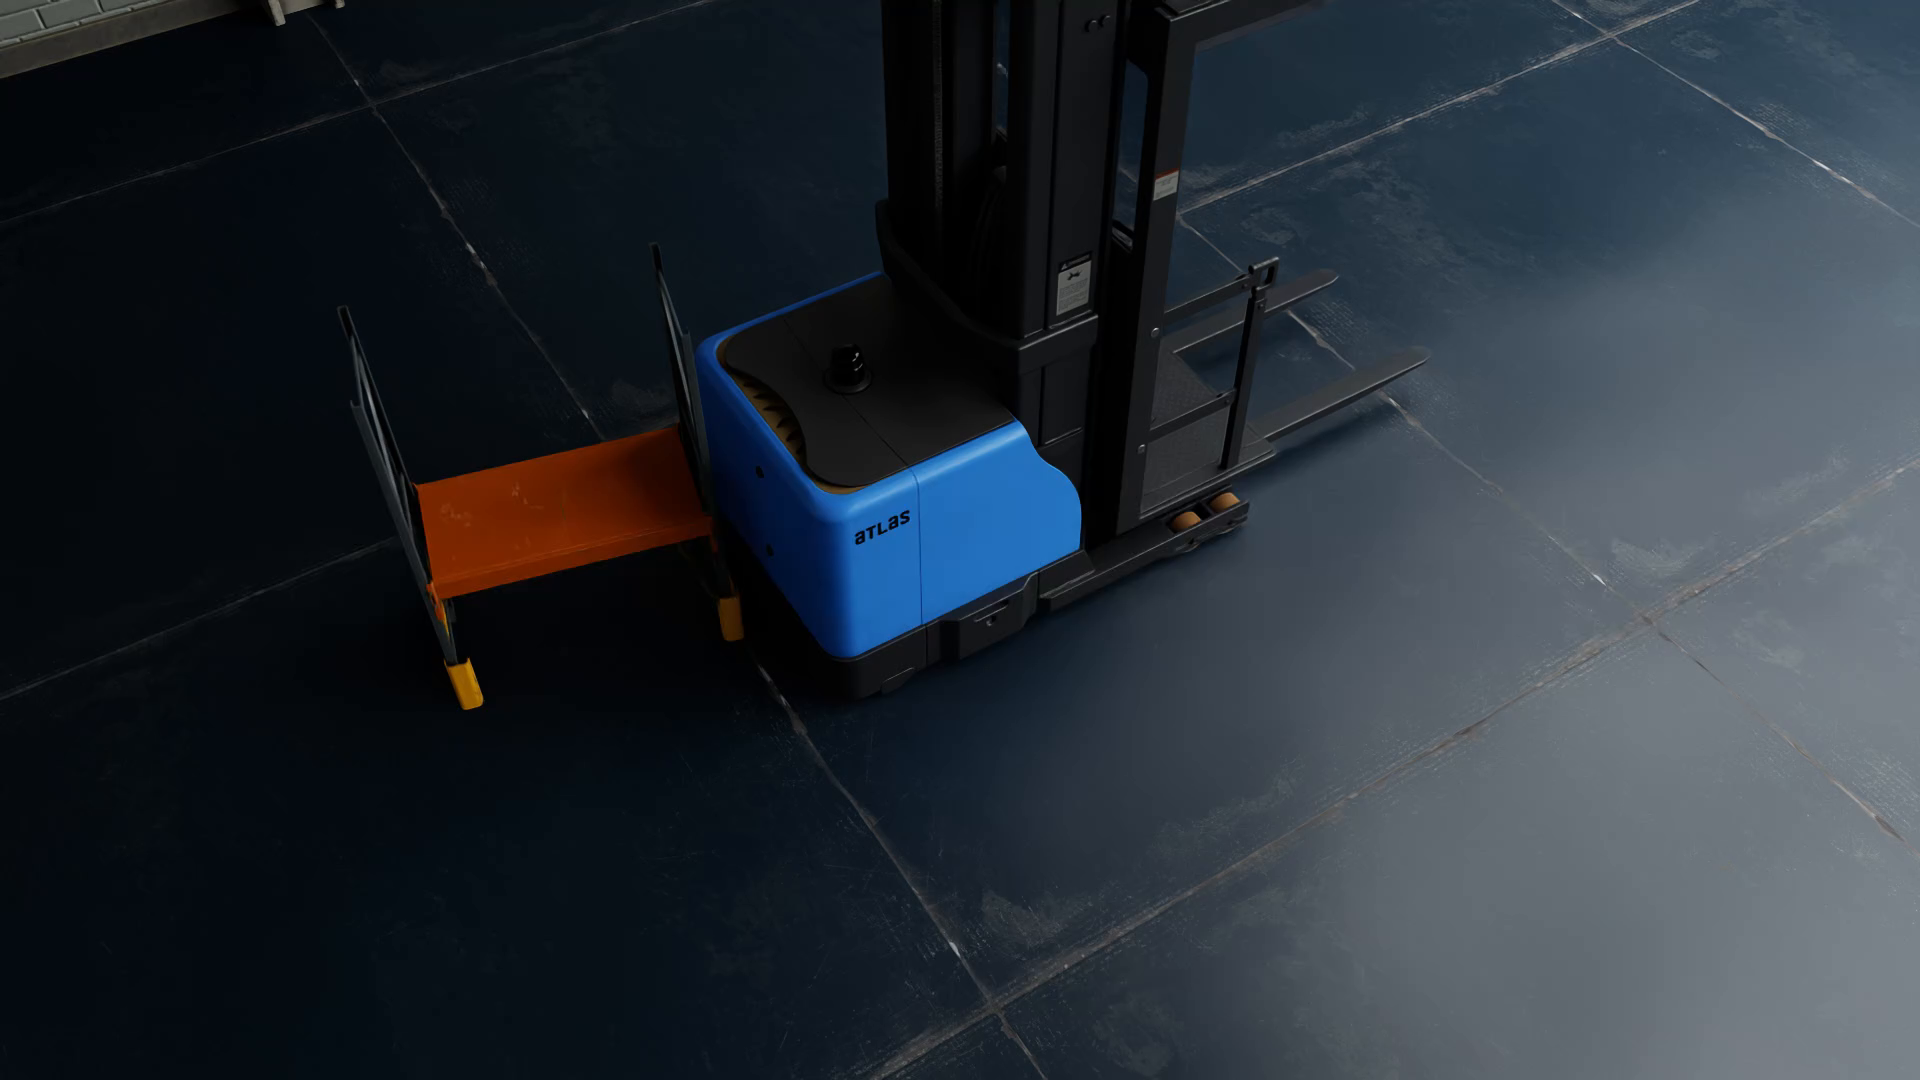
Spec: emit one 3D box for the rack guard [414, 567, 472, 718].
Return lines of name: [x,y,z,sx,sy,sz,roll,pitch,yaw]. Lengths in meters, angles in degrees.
rack guard: [-1.932,0.357,6.210,0.087,0.250,0.587,-15,50,-13]

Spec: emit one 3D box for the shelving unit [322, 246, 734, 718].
shelving unit: [-1.462,-0.181,5.852,1.083,1.500,0.587,-15,50,-13]

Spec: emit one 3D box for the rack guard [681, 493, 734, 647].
rack guard: [-0.992,0.112,6.428,0.087,0.250,0.587,-15,50,-13]

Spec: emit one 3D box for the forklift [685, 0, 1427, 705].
forklift: [0.534,-1.224,5.823,3.031,2.935,1.130,-25,53,-21]

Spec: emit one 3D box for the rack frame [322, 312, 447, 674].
rack frame: [-1.950,-0.054,5.739,0.032,1.500,0.500,-15,50,-13]

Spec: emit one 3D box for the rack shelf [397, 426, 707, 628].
rack shelf: [-1.470,-0.059,5.985,1.000,0.185,0.538,-15,50,-13]

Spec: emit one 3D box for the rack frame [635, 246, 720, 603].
rack frame: [-0.991,-0.304,5.962,0.032,1.500,0.500,-15,50,-13]
